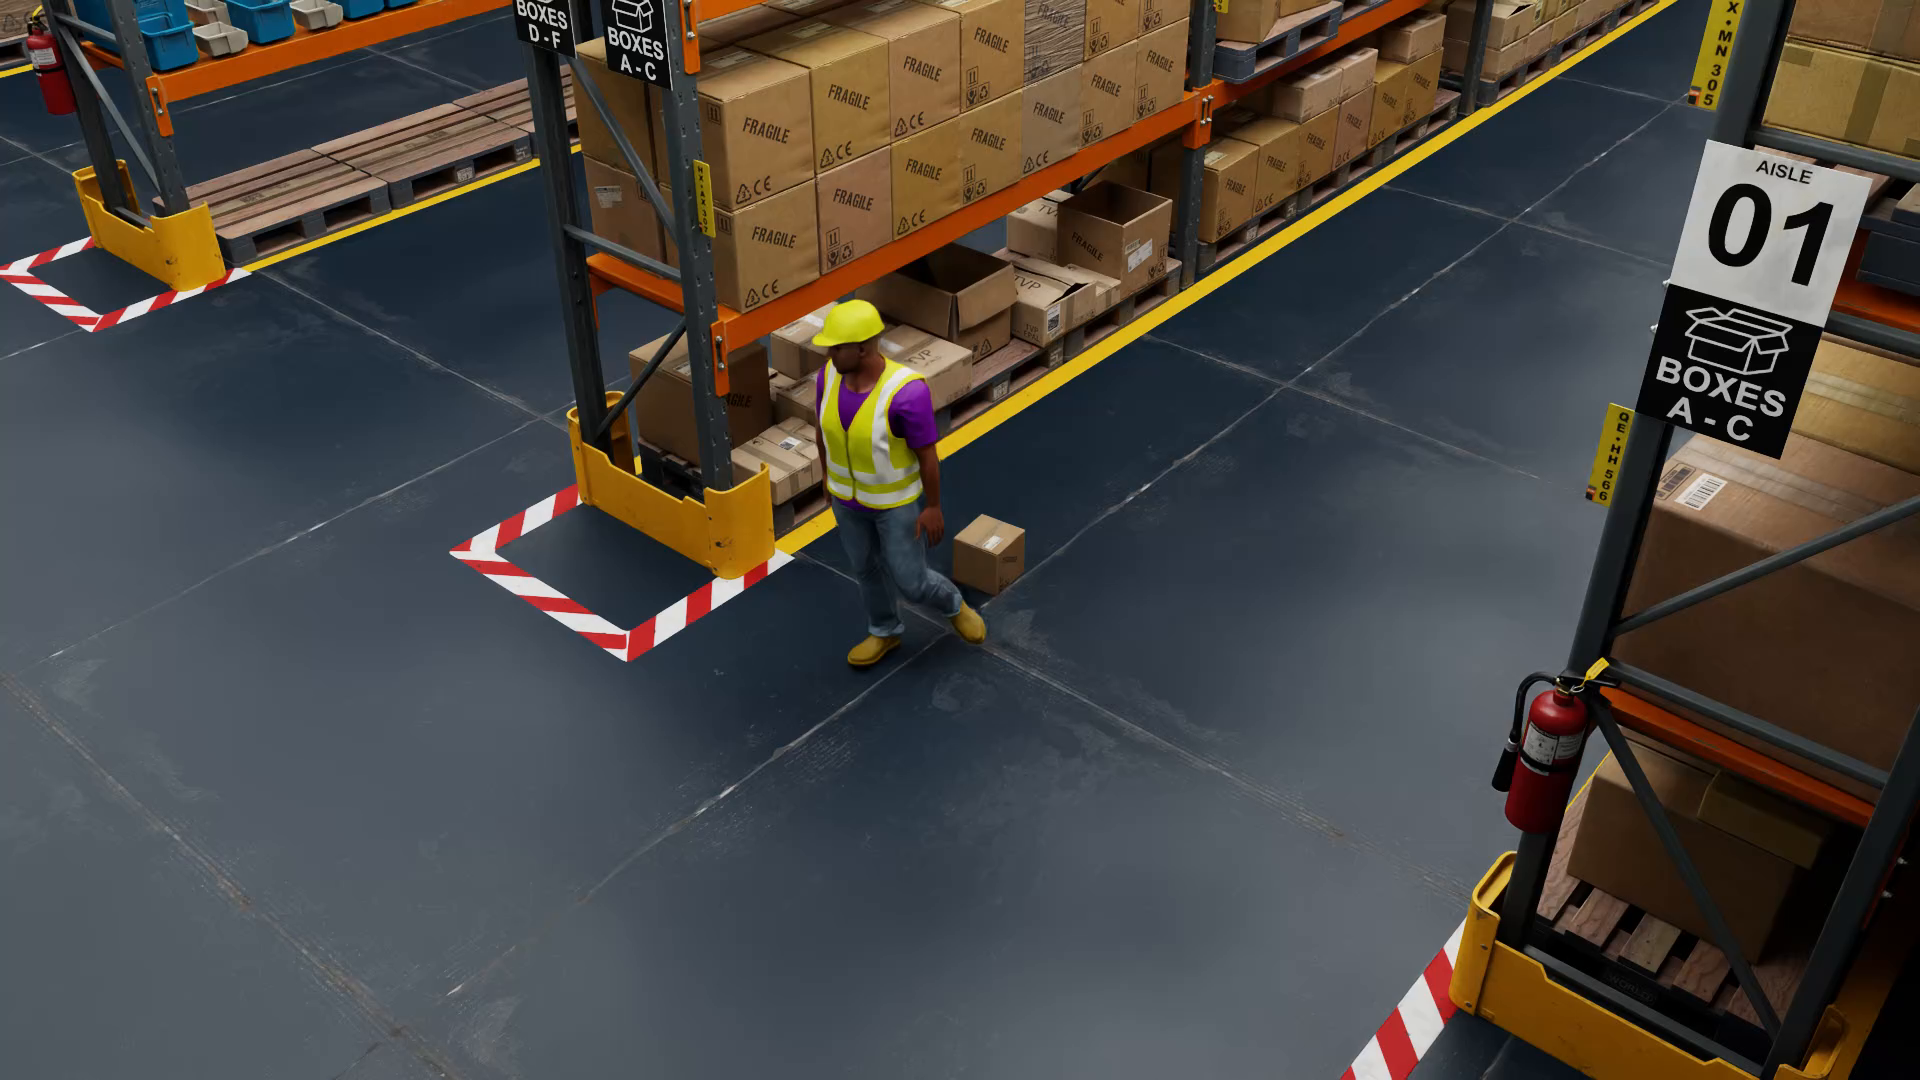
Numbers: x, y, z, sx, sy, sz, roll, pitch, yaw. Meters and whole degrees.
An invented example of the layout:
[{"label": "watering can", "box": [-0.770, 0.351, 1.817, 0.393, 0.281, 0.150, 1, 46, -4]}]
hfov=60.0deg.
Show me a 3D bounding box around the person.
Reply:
[{"label": "person", "box": [-0.269, -0.227, 7.093, 0.746, 1.767, 0.515, 19, 39, 25]}]
